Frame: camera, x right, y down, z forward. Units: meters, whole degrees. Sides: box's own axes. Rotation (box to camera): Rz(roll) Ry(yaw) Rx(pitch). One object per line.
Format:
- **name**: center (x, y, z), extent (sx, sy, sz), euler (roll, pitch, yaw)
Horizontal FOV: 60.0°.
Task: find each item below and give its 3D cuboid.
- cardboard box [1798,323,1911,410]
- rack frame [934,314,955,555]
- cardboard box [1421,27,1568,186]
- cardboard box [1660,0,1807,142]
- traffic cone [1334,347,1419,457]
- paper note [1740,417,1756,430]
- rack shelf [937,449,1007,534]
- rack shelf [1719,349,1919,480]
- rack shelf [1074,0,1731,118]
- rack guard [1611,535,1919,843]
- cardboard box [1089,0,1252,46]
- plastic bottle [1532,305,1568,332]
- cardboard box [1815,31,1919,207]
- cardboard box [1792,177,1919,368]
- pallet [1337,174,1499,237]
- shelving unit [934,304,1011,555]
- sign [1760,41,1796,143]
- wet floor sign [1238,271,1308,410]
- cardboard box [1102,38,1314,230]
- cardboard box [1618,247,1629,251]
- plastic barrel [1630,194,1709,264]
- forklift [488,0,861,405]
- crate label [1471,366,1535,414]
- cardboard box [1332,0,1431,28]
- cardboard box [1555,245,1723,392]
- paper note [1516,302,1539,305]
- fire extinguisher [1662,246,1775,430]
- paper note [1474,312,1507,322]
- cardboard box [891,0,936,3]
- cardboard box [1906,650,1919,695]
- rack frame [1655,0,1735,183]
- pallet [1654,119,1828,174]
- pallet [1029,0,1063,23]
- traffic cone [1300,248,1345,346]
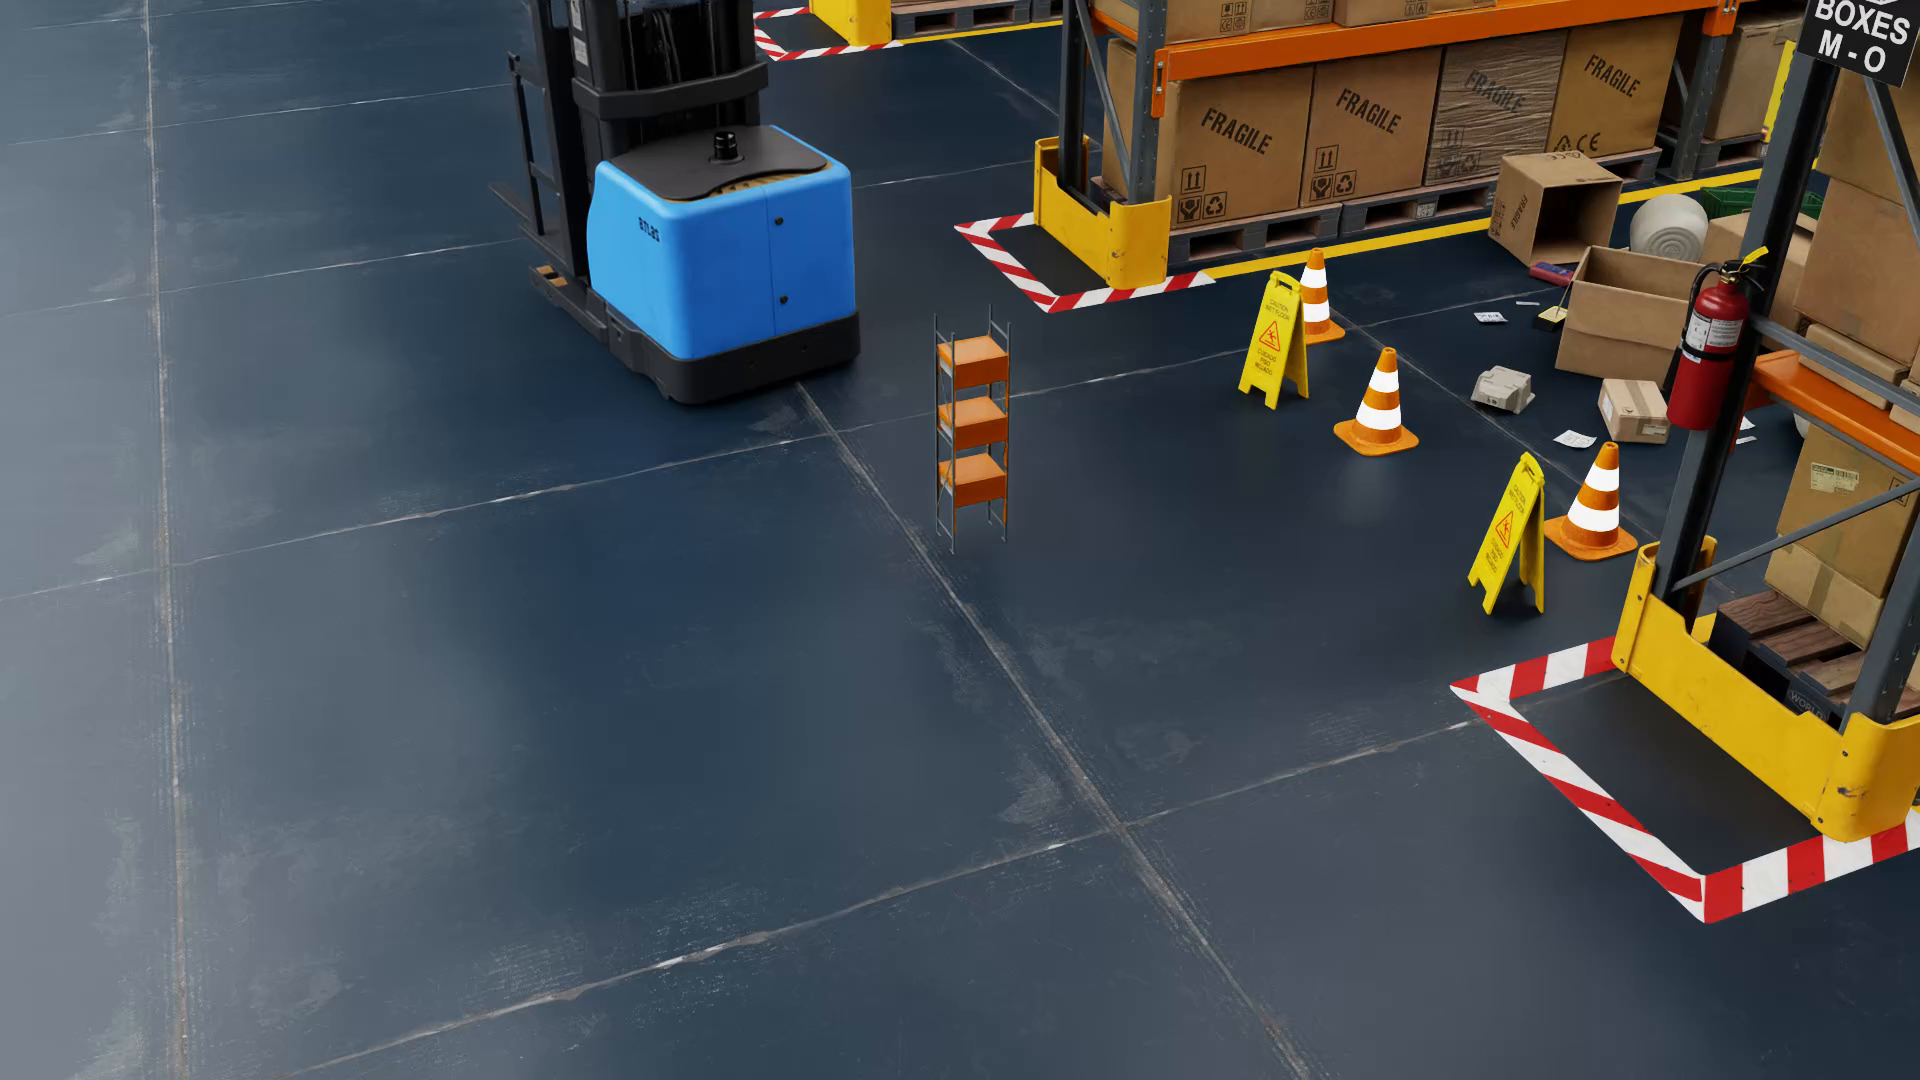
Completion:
- **cardboard box**: center (3.112, -0.611, 5.668), extent (0.250, 0.149, 0.380), euler (-12, 35, -17)
- **rack frame**: center (-0.063, -0.426, 6.941), extent (0.008, 1.050, 0.200), euler (-13, 35, -19)
- **cardboard box**: center (3.092, -2.837, 10.423), extent (0.875, 0.875, 0.875), euler (-13, 35, -19)
- **cardboard box**: center (5.066, -3.251, 11.174), extent (0.750, 0.750, 1.050), euler (-13, 35, -19)
- **traffic cone**: center (2.003, -0.692, 7.889), extent (0.334, 0.463, 0.336), euler (-13, 35, -19)
- **paper note**: center (3.792, -0.585, 8.131), extent (0.142, 0.019, 0.148), euler (-2, 33, -2)
- **rack shelf**: center (0.049, -0.210, 7.138), extent (0.240, 0.259, 0.215), euler (-13, 35, -19)
- **rack shelf**: center (4.694, -0.650, 6.158), extent (4.000, 0.370, 1.077), euler (-13, 35, -19)
- **rack shelf**: center (2.684, -3.118, 9.951), extent (4.000, 0.370, 1.077), euler (-13, 35, -19)
- **rack guard**: center (2.920, 0.502, 6.020), extent (0.348, 0.500, 1.175), euler (-13, 35, -19)
- **cardboard box**: center (1.165, -3.161, 9.220), extent (0.550, 0.550, 0.875), euler (-13, 35, -19)
- **plastic bottle**: center (3.252, -1.217, 9.064), extent (0.283, 0.061, 0.133), euler (-27, 42, -35)
- **cardboard box**: center (3.236, -1.333, 5.267), extent (0.500, 0.500, 0.700), euler (-14, 35, -20)
- **cardboard box**: center (3.243, -0.949, 5.594), extent (0.500, 0.500, 0.500), euler (-14, 35, -20)
- **pallet**: center (2.670, -2.292, 10.579), extent (1.213, 0.211, 1.003), euler (-13, 35, -19)
- **shelving unit**: center (0.049, -0.451, 6.981), extent (0.252, 1.050, 0.215), euler (-13, 35, -19)
- **sign**: center (2.653, -1.430, 5.347), extent (0.005, 0.325, 0.100), euler (-13, 35, -19)
- **wet floor sign**: center (1.580, -1.009, 8.208), extent (0.232, 0.644, 0.267), euler (-19, 38, -27)
- **cardboard box**: center (1.440, -2.459, 9.842), extent (0.875, 0.875, 0.875), euler (-13, 35, -19)
- **cardboard box**: center (3.656, -1.407, 9.168), extent (0.258, 0.266, 0.396), euler (-7, 34, -11)
- **plastic barrel**: center (4.076, -1.751, 9.553), extent (0.421, 0.421, 0.512), euler (10, 34, 14)
- **forklift**: center (-1.764, -2.650, 8.635), extent (1.130, 2.935, 3.031), euler (-21, 38, -28)
- **crate label**: center (2.704, -0.753, 8.281), extent (0.250, 0.136, 0.298), euler (23, 39, 30)
- **cardboard box**: center (2.228, -3.343, 9.500), extent (0.550, 0.550, 0.875), euler (-13, 35, -19)
- **cardboard box**: center (3.489, -1.127, 8.521), extent (0.797, 0.503, 0.637), euler (16, 36, 23)
- **paper note**: center (3.165, -1.318, 9.267), extent (0.123, 0.001, 0.032), euler (4, 33, 6)
- **fire extinguisher**: center (2.566, -0.705, 5.653), extent (0.183, 0.674, 0.296), euler (-13, 35, -19)
- **paper note**: center (2.905, -1.220, 9.099), extent (0.142, 0.017, 0.144), euler (-2, 33, -2)
- **cardboard box**: center (-0.405, -4.764, 13.729), extent (0.500, 0.500, 0.500), euler (-7, 34, -10)
- **cardboard box**: center (3.700, 0.416, 5.997), extent (0.500, 0.250, 0.500), euler (-13, 35, -19)
- **rack frame**: center (4.528, -3.842, 10.404), extent (0.127, 3.000, 1.000), euler (-13, 35, -19)
- **pallet**: center (5.211, -2.874, 11.473), extent (1.213, 0.211, 1.003), euler (-13, 35, -19)
- **pallet**: center (0.969, -4.769, 14.386), extent (1.213, 0.211, 1.003), euler (-13, 35, -19)
- **traffic cone**: center (1.880, -1.332, 8.873), extent (0.334, 0.463, 0.336), euler (-13, 35, -19)
